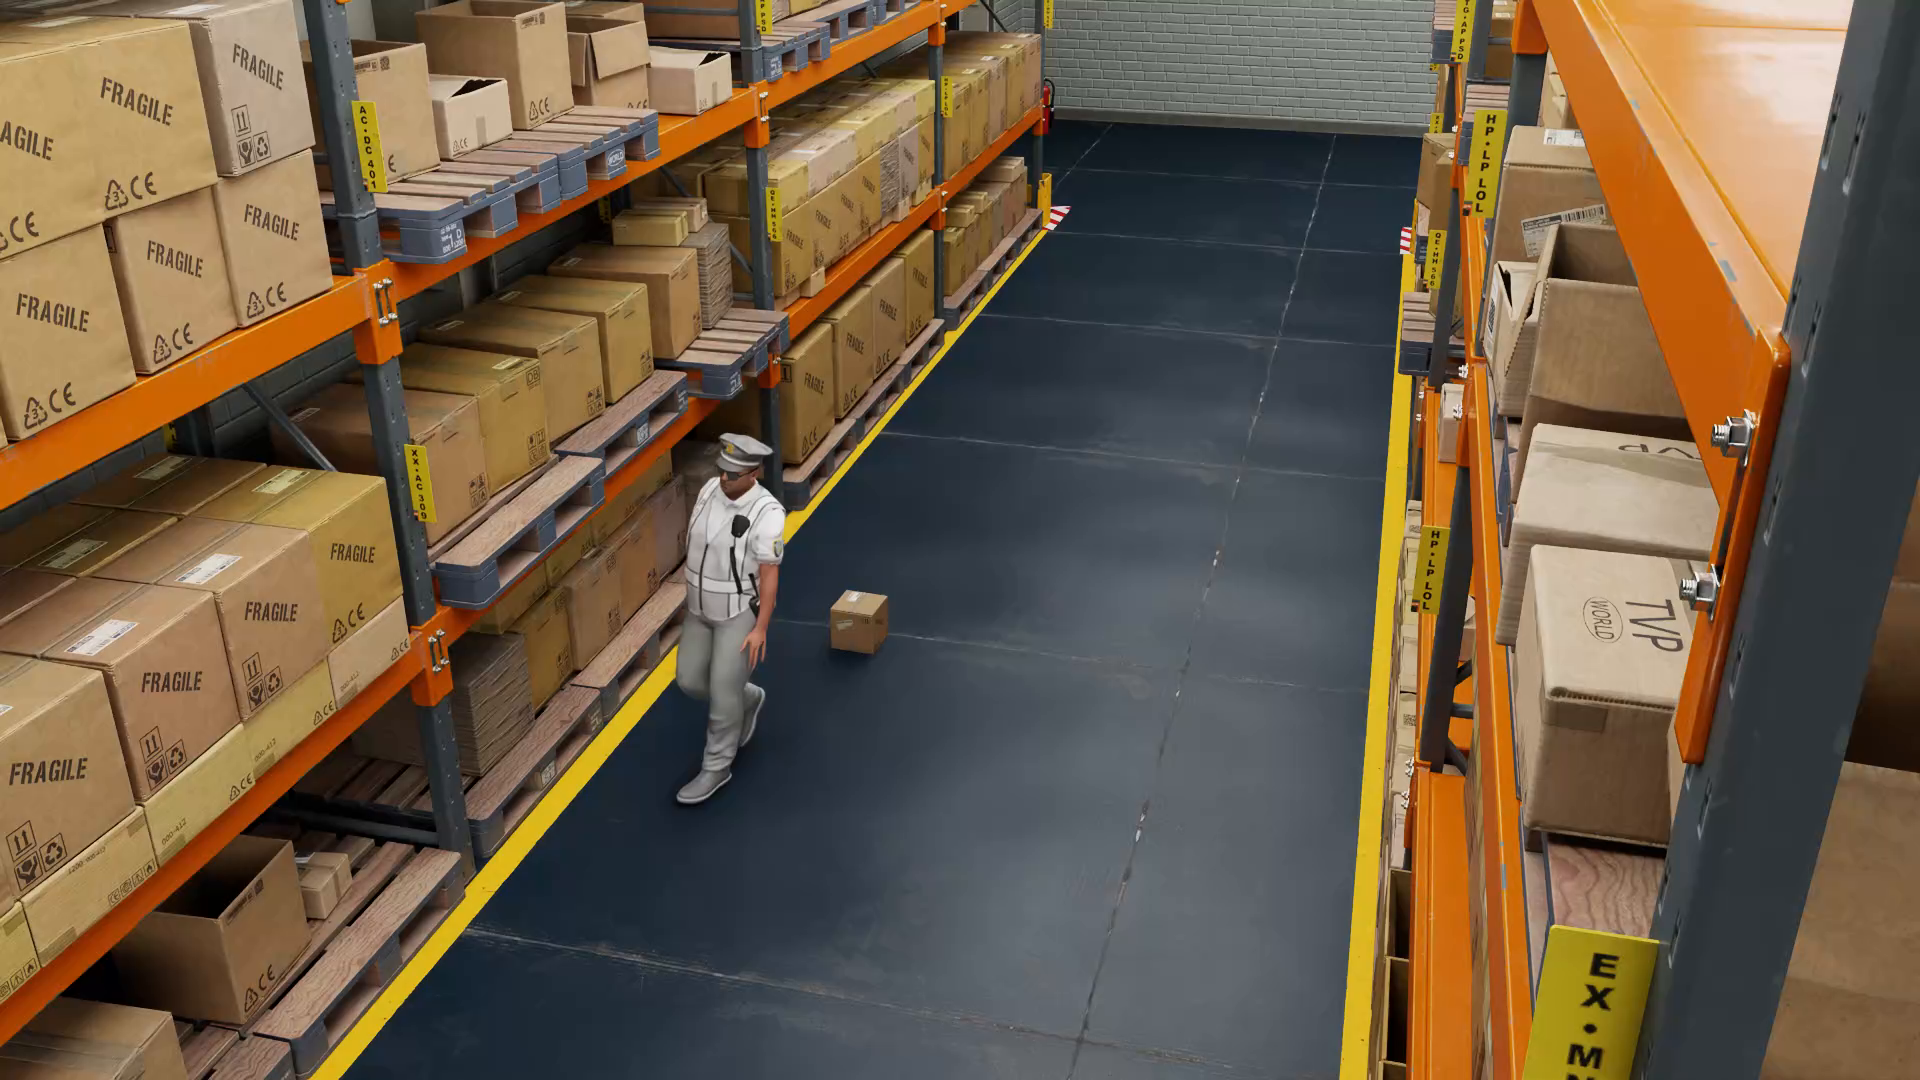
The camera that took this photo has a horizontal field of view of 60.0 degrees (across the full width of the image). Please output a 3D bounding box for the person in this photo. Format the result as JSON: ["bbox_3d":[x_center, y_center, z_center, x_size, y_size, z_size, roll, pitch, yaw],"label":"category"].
[{"bbox_3d":[-1.160,0.352,7.890,0.571,1.736,0.758,17,30,32],"label":"person"}]
